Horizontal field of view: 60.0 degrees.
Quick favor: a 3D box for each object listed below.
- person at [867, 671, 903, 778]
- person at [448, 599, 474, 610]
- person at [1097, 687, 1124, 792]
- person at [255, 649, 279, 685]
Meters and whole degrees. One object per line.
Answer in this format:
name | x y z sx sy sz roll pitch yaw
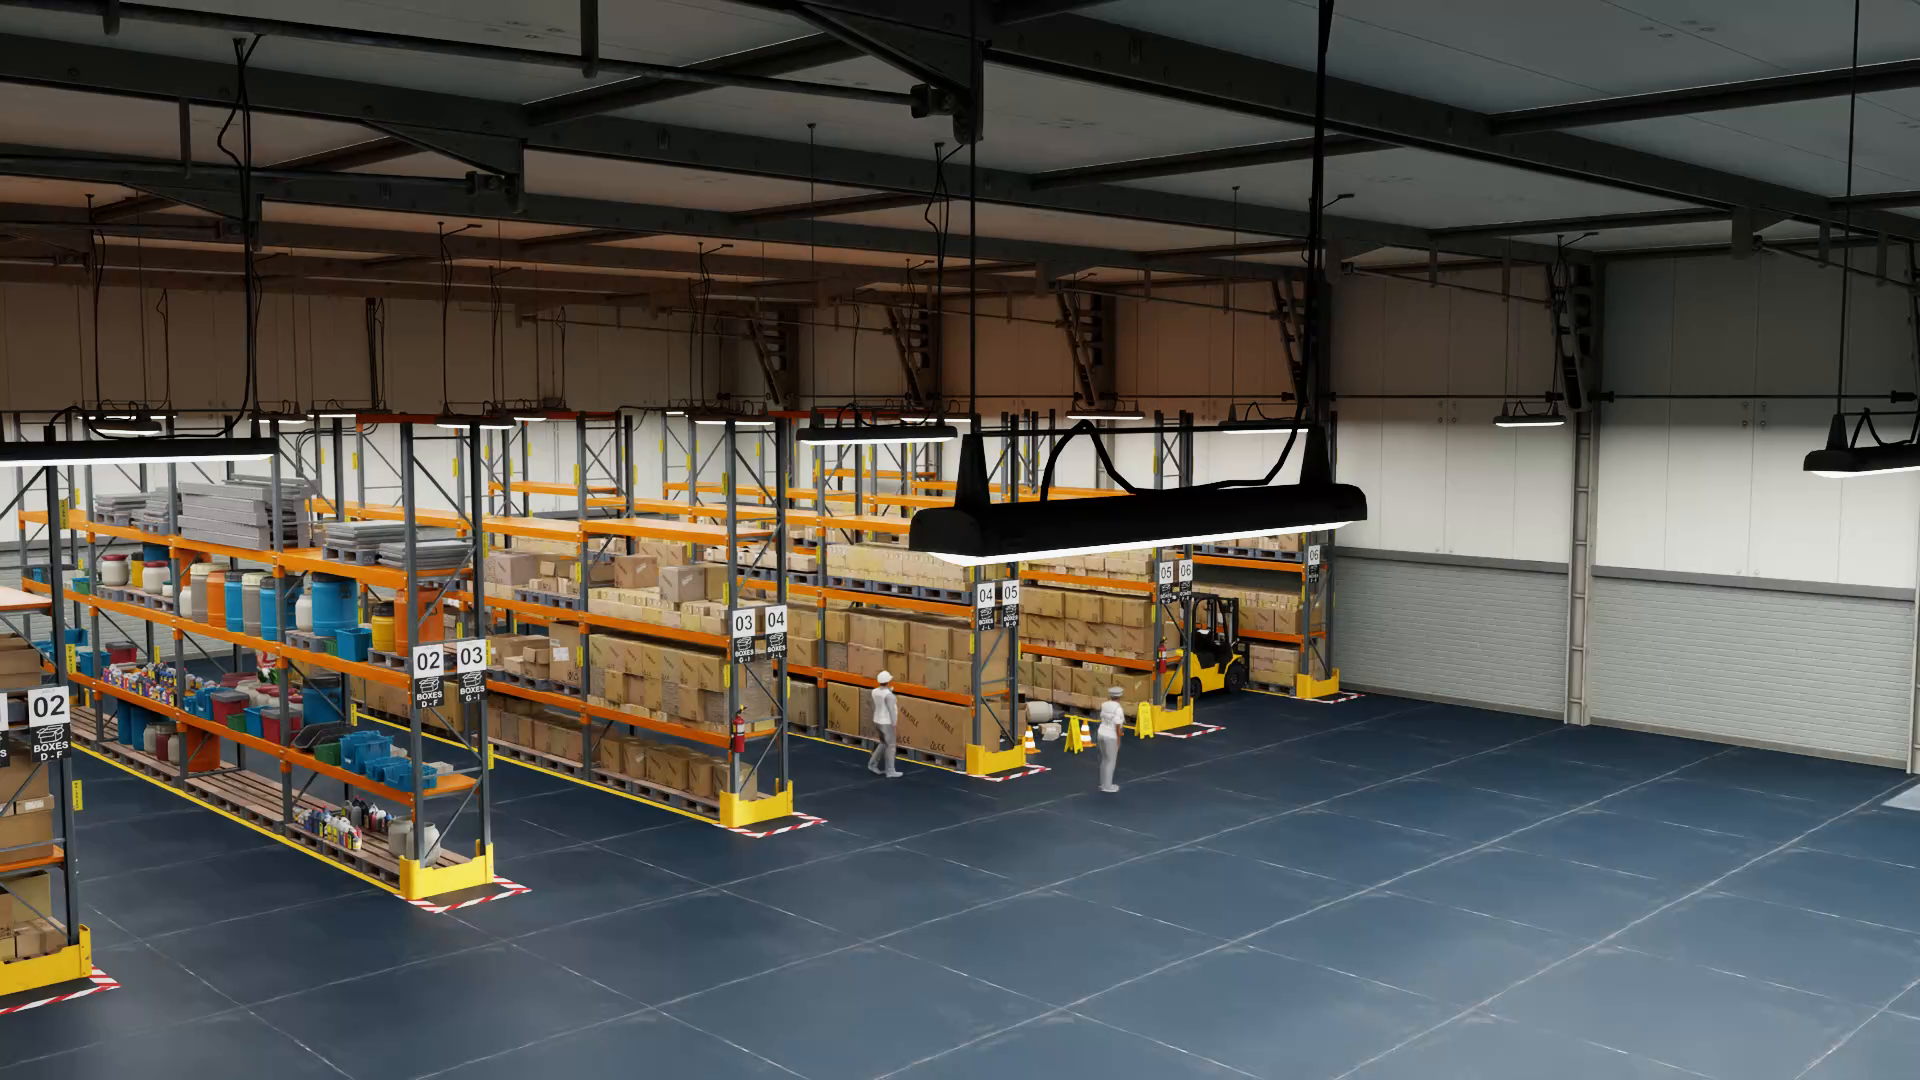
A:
person | -1.230 3.057 27.686 0.493 1.785 0.607 -3 6 -28
person | -12.429 1.877 41.482 0.693 1.728 1.047 -1 5 -13
person | 2.423 3.197 26.639 0.397 1.672 0.469 -3 6 -33
person | -13.754 2.571 33.070 0.506 1.749 0.994 -5 7 -45
